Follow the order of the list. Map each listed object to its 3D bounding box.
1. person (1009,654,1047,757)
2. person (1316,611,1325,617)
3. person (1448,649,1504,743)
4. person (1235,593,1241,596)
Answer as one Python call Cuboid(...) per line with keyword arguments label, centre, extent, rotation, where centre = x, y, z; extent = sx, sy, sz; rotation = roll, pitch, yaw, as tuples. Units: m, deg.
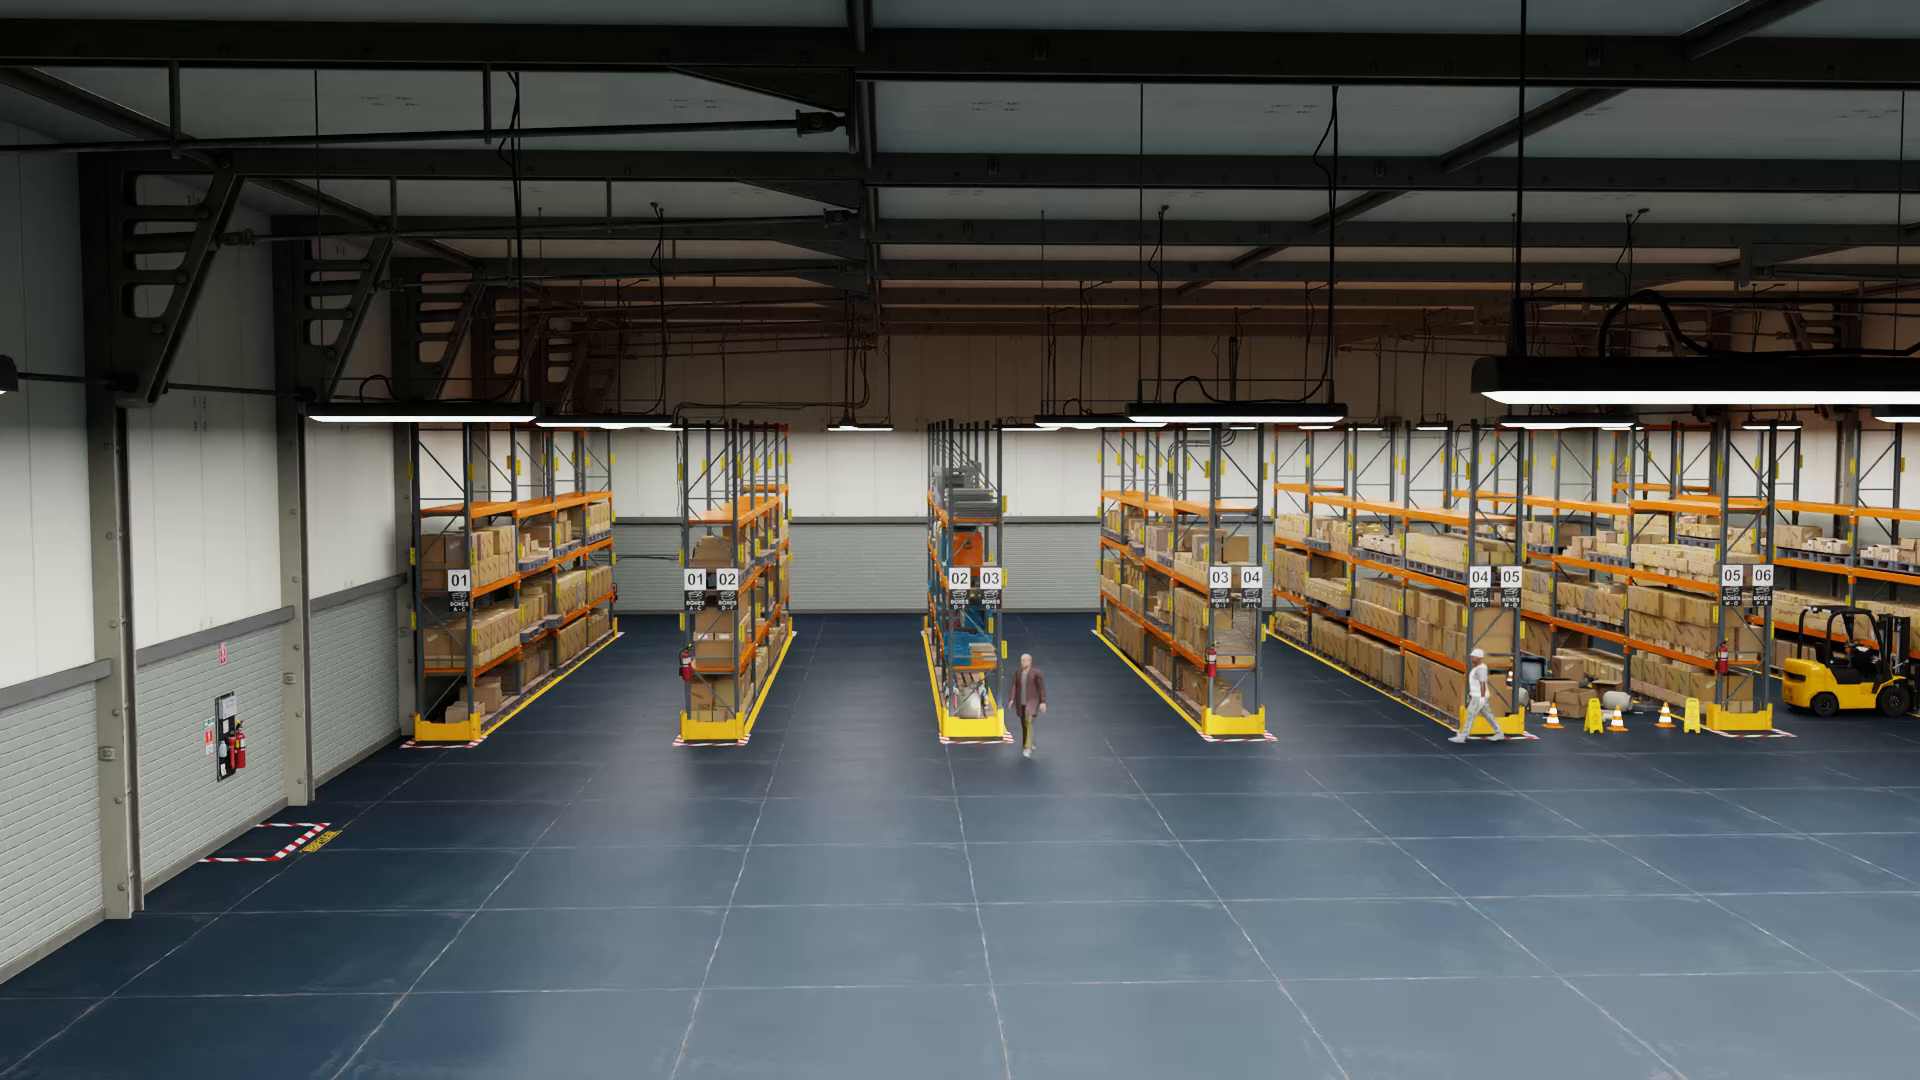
Cuboid(label="person", centre=(1.142, 2.930, 29.629), extent=(0.637, 1.776, 0.817), rotation=(3, 4, 35))
Cuboid(label="person", centre=(10.331, 1.719, 48.844), extent=(1.022, 1.699, 0.546), rotation=(2, 4, 24))
Cuboid(label="person", centre=(9.552, 2.876, 30.743), extent=(1.057, 1.727, 0.583), rotation=(0, 4, 7))
Cuboid(label="person", centre=(8.121, 1.790, 48.426), extent=(0.482, 1.651, 0.833), rotation=(2, 4, 23))
